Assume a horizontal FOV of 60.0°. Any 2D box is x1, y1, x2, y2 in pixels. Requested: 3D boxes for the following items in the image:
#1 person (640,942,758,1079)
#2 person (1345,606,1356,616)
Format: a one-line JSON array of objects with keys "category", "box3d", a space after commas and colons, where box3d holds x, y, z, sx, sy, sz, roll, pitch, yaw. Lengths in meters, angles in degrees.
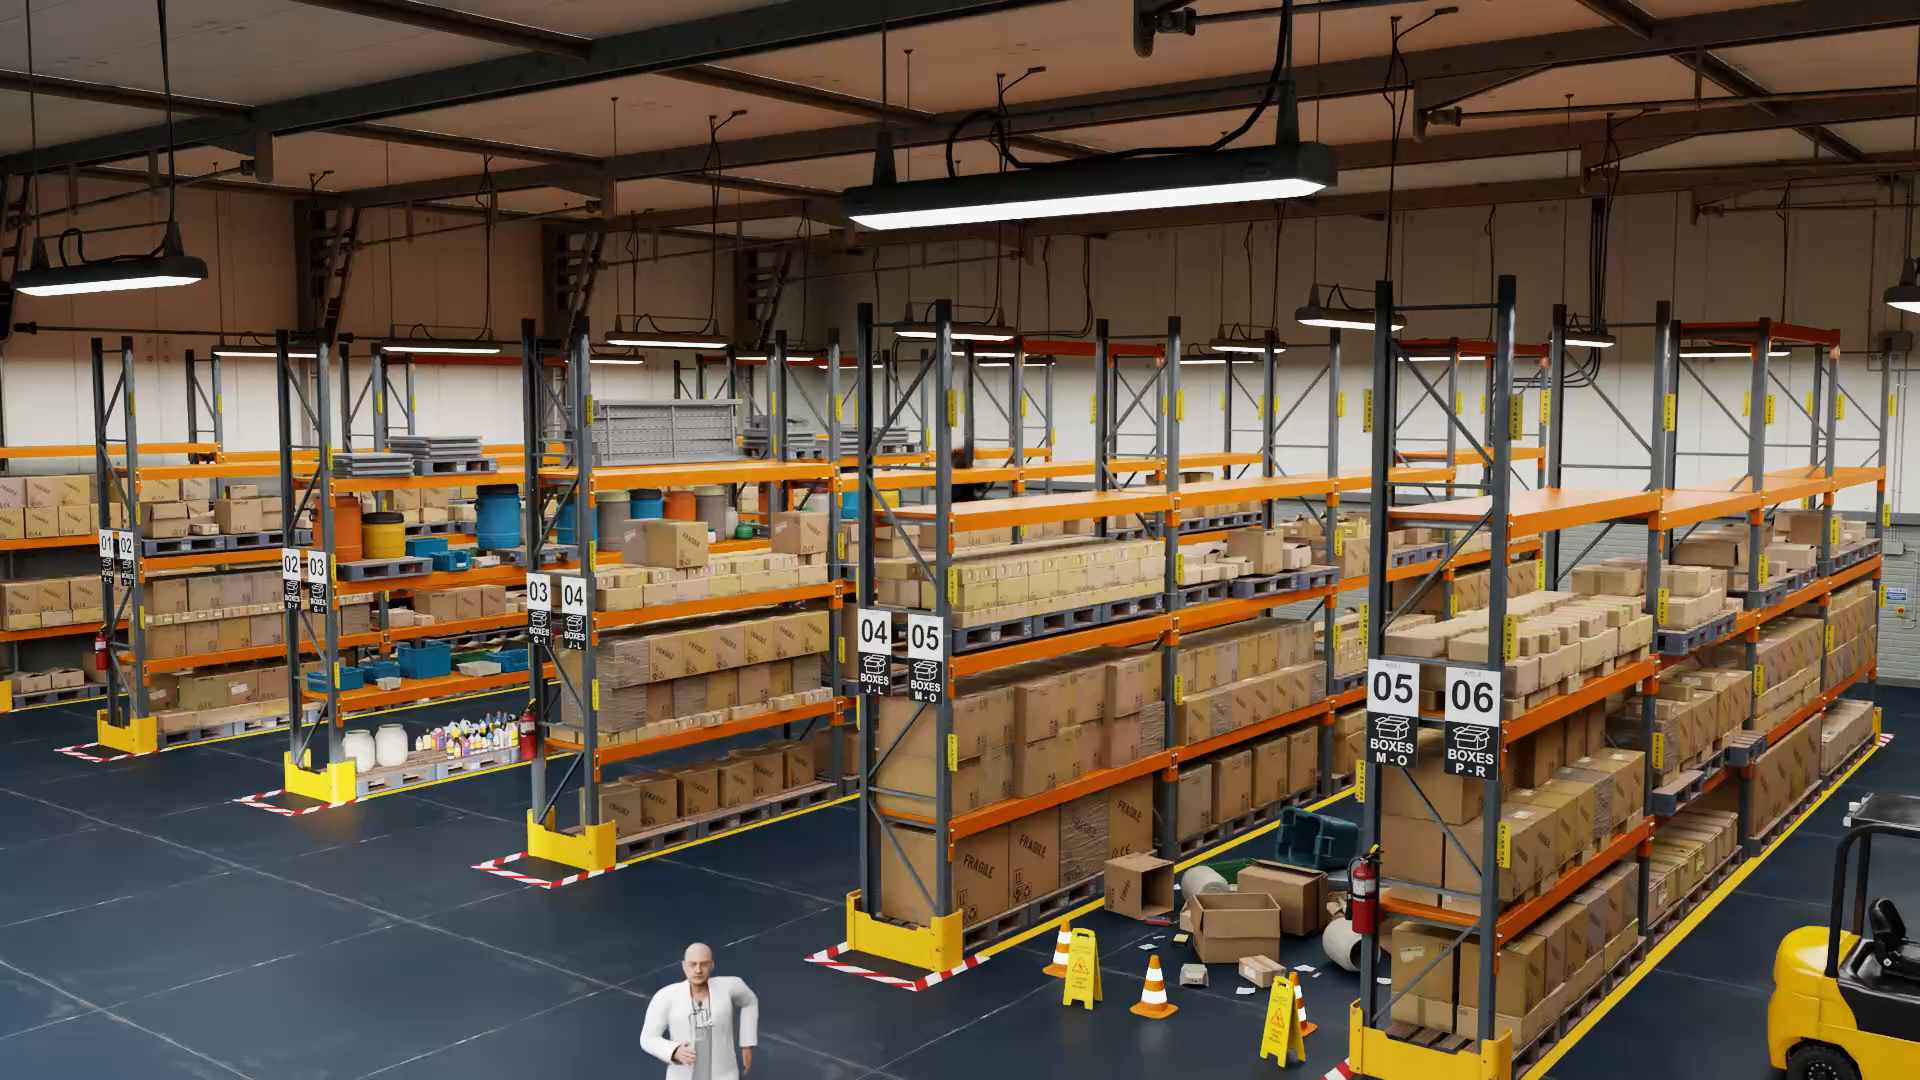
[{"category": "person", "box3d": [-1.603, 3.393, 10.263, 0.708, 1.857, 0.841, -1, 5, -7]}, {"category": "person", "box3d": [6.399, 1.930, 27.343, 0.563, 1.685, 0.922, 3, 6, 33]}]
